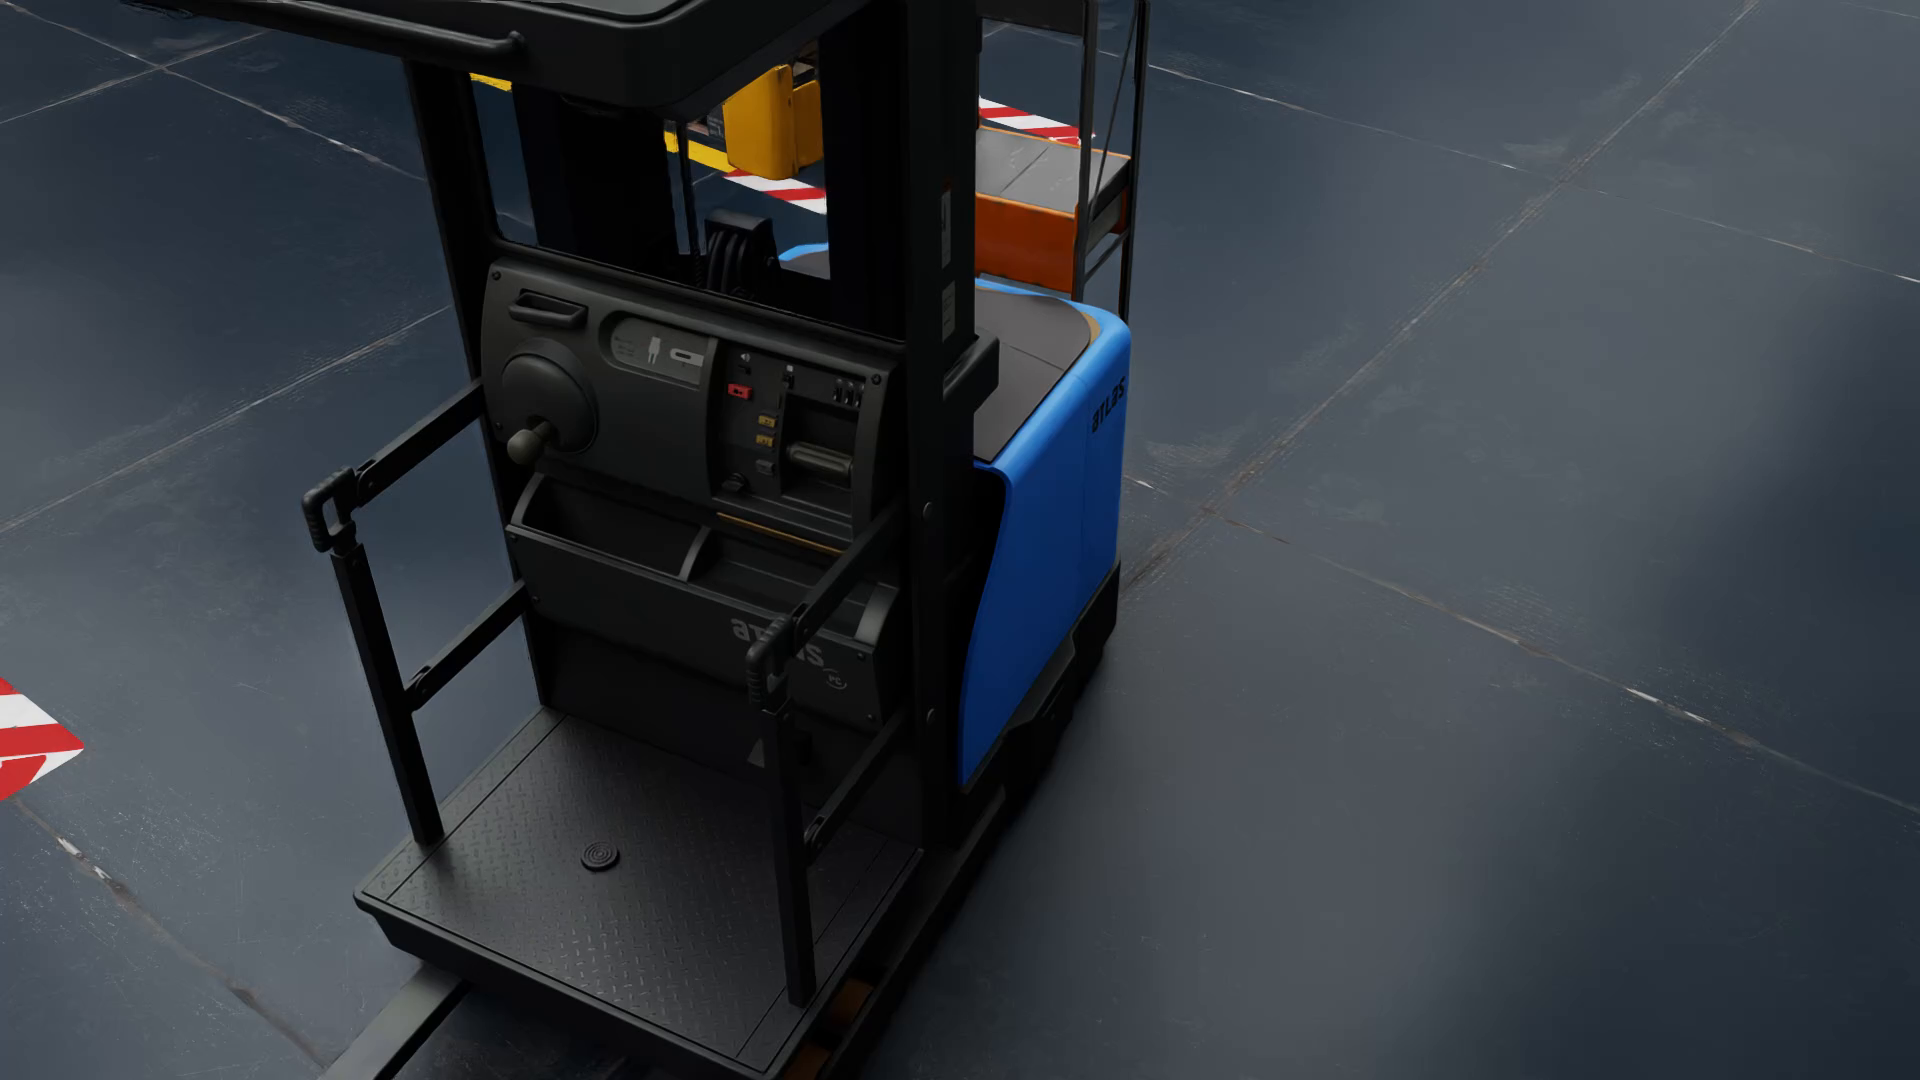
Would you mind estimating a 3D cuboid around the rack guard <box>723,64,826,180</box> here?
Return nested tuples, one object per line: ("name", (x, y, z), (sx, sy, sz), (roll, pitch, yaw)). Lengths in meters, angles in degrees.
("rack guard", (-0.566, -2.101, 7.527), (0.348, 0.500, 1.175), (25, 45, 29))

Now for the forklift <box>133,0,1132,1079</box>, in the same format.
("forklift", (-0.652, -0.204, 3.133), (1.130, 2.935, 3.031), (17, 41, 20))

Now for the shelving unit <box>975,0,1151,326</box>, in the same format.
("shelving unit", (0.177, -0.835, 4.613), (0.503, 2.100, 0.431), (17, 41, 20))

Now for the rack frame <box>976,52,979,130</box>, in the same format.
("rack frame", (-0.041, -0.902, 4.698), (0.015, 2.100, 0.400), (17, 41, 20))

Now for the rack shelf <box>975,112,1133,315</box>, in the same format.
("rack shelf", (0.177, -0.824, 4.621), (0.480, 0.518, 0.431), (17, 41, 20))

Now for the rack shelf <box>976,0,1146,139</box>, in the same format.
("rack shelf", (0.177, -1.375, 4.190), (0.480, 0.518, 0.431), (17, 41, 20))

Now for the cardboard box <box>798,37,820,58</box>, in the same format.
("cardboard box", (-0.727, -2.452, 7.921), (0.250, 0.149, 0.380), (26, 45, 29))

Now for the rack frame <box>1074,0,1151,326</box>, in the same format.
("rack frame", (0.396, -0.768, 4.528), (0.015, 2.100, 0.400), (17, 41, 20))

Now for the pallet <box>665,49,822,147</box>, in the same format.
("pallet", (-1.190, -2.308, 8.027), (1.213, 0.211, 1.003), (25, 45, 29))

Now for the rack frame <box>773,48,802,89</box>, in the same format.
("rack frame", (-0.506, -3.056, 6.720), (0.127, 3.000, 1.000), (25, 45, 29))
